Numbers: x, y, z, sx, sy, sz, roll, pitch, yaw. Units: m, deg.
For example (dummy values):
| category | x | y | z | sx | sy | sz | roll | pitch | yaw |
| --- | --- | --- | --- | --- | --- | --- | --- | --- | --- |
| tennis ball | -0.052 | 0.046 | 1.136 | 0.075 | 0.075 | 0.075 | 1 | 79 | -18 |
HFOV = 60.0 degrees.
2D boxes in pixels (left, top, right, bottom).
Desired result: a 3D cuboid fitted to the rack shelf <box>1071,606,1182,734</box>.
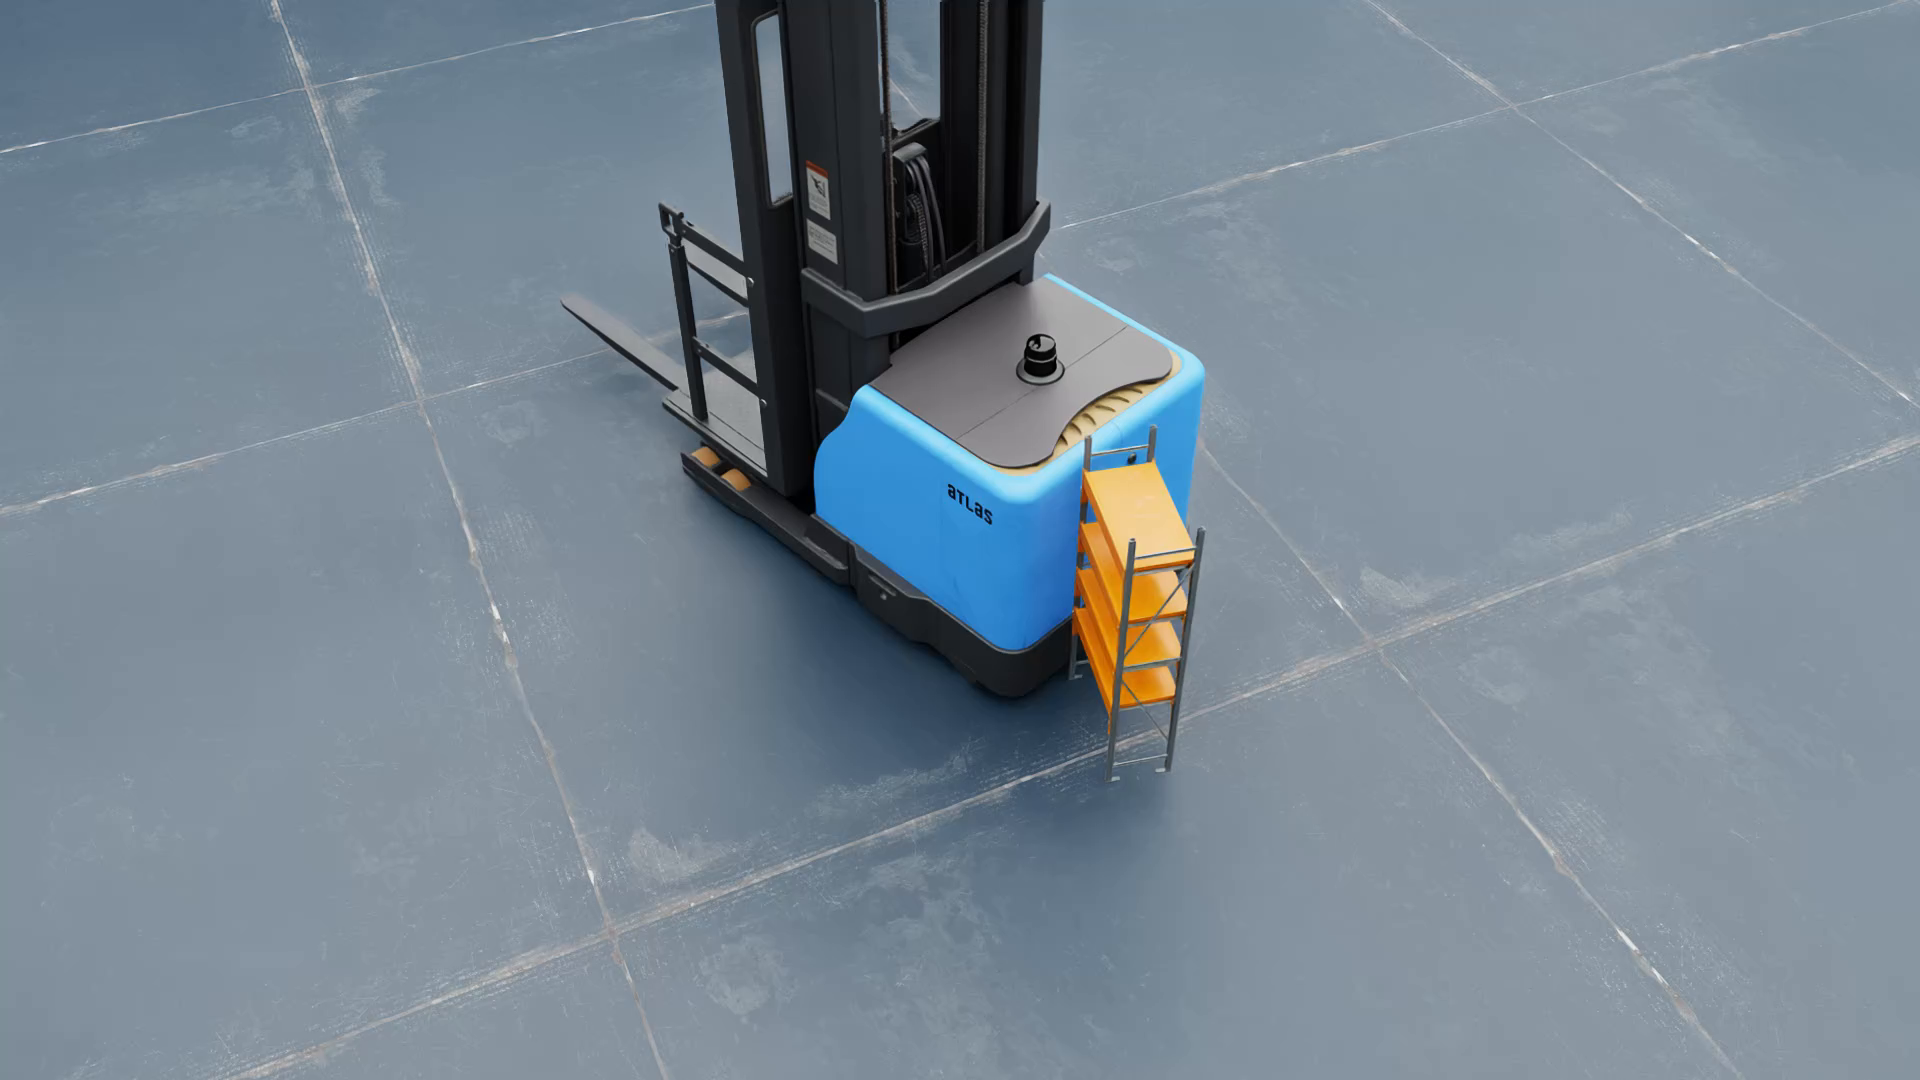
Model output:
| category | x | y | z | sx | sy | sz | roll | pitch | yaw |
| --- | --- | --- | --- | --- | --- | --- | --- | --- | --- |
| rack shelf | 0.578 | 0.431 | 5.837 | 0.258 | 0.148 | 0.480 | -9 | 45 | -9 |

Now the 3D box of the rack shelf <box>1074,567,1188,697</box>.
| category | x | y | z | sx | sy | sz | roll | pitch | yaw |
| --- | --- | --- | --- | --- | --- | --- | --- | --- | --- |
| rack shelf | 0.578 | 0.290 | 5.698 | 0.258 | 0.148 | 0.480 | -9 | 45 | -9 |

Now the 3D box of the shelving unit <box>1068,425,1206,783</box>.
| category | x | y | z | sx | sy | sz | roll | pitch | yaw |
| --- | --- | --- | --- | --- | --- | --- | --- | --- | --- |
| shelving unit | 0.578 | 0.242 | 5.651 | 0.258 | 1.200 | 0.503 | -9 | 45 | -9 |

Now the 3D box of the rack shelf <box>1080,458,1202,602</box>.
| category | x | y | z | sx | sy | sz | roll | pitch | yaw |
| --- | --- | --- | --- | --- | --- | --- | --- | --- | --- |
| rack shelf | 0.578 | -0.038 | 5.375 | 0.258 | 0.148 | 0.480 | -9 | 45 | -9 |

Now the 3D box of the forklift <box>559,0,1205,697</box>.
| category | x | y | z | sx | sy | sz | roll | pitch | yaw |
| --- | --- | --- | --- | --- | --- | --- | --- | --- | --- |
| forklift | -0.514 | -1.400 | 6.082 | 3.031 | 2.935 | 1.130 | 35 | 54 | 30 |

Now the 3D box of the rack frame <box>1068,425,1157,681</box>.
| category | x | y | z | sx | sy | sz | roll | pitch | yaw |
| --- | --- | --- | --- | --- | --- | --- | --- | --- | --- |
| rack frame | 0.524 | 0.075 | 5.820 | 0.240 | 1.200 | 0.015 | -9 | 45 | -9 |

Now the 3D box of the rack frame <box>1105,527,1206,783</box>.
| category | x | y | z | sx | sy | sz | roll | pitch | yaw |
| --- | --- | --- | --- | --- | --- | --- | --- | --- | --- |
| rack frame | 0.631 | 0.409 | 5.481 | 0.240 | 1.200 | 0.015 | -9 | 45 | -9 |

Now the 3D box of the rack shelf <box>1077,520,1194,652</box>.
| category | x | y | z | sx | sy | sz | roll | pitch | yaw |
| --- | --- | --- | --- | --- | --- | --- | --- | --- | --- |
| rack shelf | 0.578 | 0.131 | 5.541 | 0.258 | 0.148 | 0.480 | -9 | 45 | -9 |
